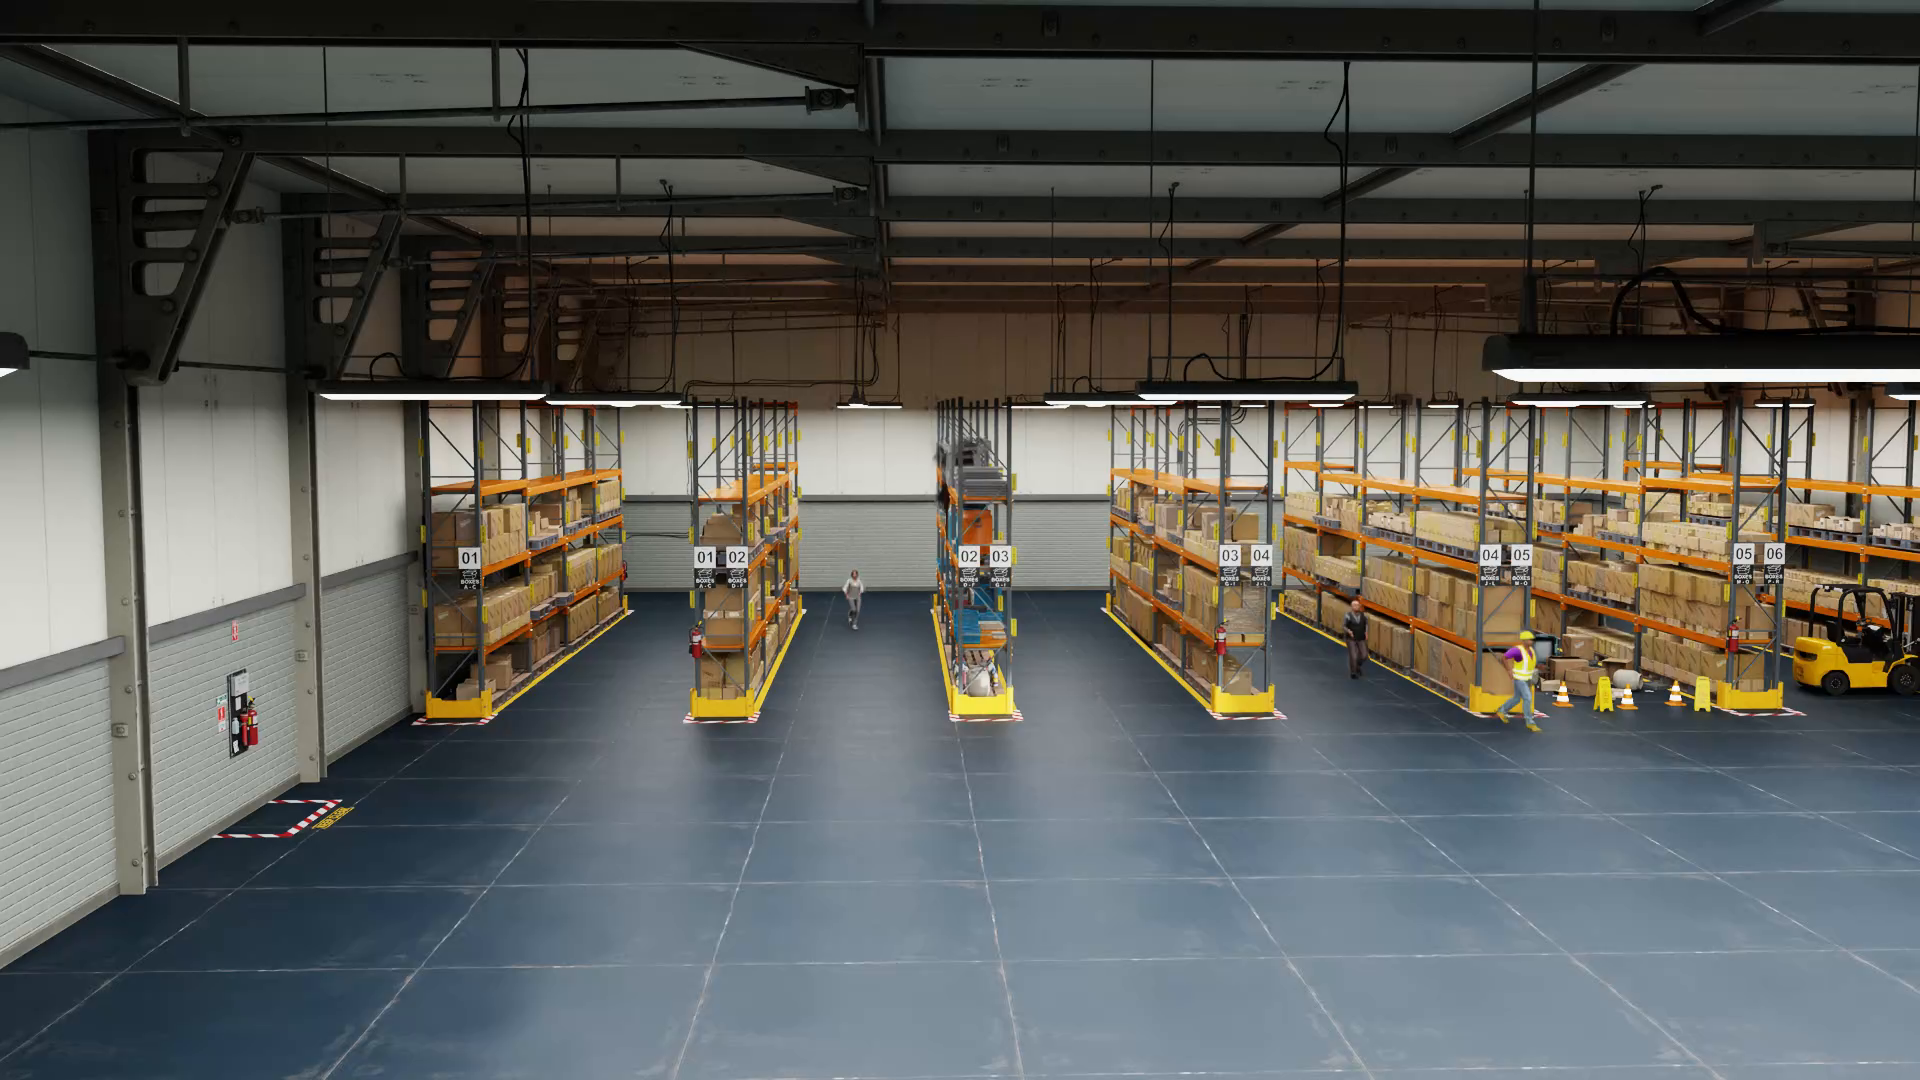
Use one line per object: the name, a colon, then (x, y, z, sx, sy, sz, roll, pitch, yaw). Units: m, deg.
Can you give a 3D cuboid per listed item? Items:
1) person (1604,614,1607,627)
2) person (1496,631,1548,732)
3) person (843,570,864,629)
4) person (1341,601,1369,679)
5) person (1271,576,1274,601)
person: (16.413, 1.599, 42.615, 0.548, 1.650, 0.563, 0, 4, -4)
person: (10.118, 2.518, 30.026, 0.655, 1.769, 0.972, -4, 6, -43)
person: (-2.772, 1.568, 43.755, 0.529, 1.558, 0.534, -1, 5, -18)
person: (8.459, 2.138, 35.452, 0.635, 1.676, 0.563, 0, 4, -2)
person: (8.040, 1.433, 44.228, 0.692, 1.771, 0.686, 0, 4, 0)
